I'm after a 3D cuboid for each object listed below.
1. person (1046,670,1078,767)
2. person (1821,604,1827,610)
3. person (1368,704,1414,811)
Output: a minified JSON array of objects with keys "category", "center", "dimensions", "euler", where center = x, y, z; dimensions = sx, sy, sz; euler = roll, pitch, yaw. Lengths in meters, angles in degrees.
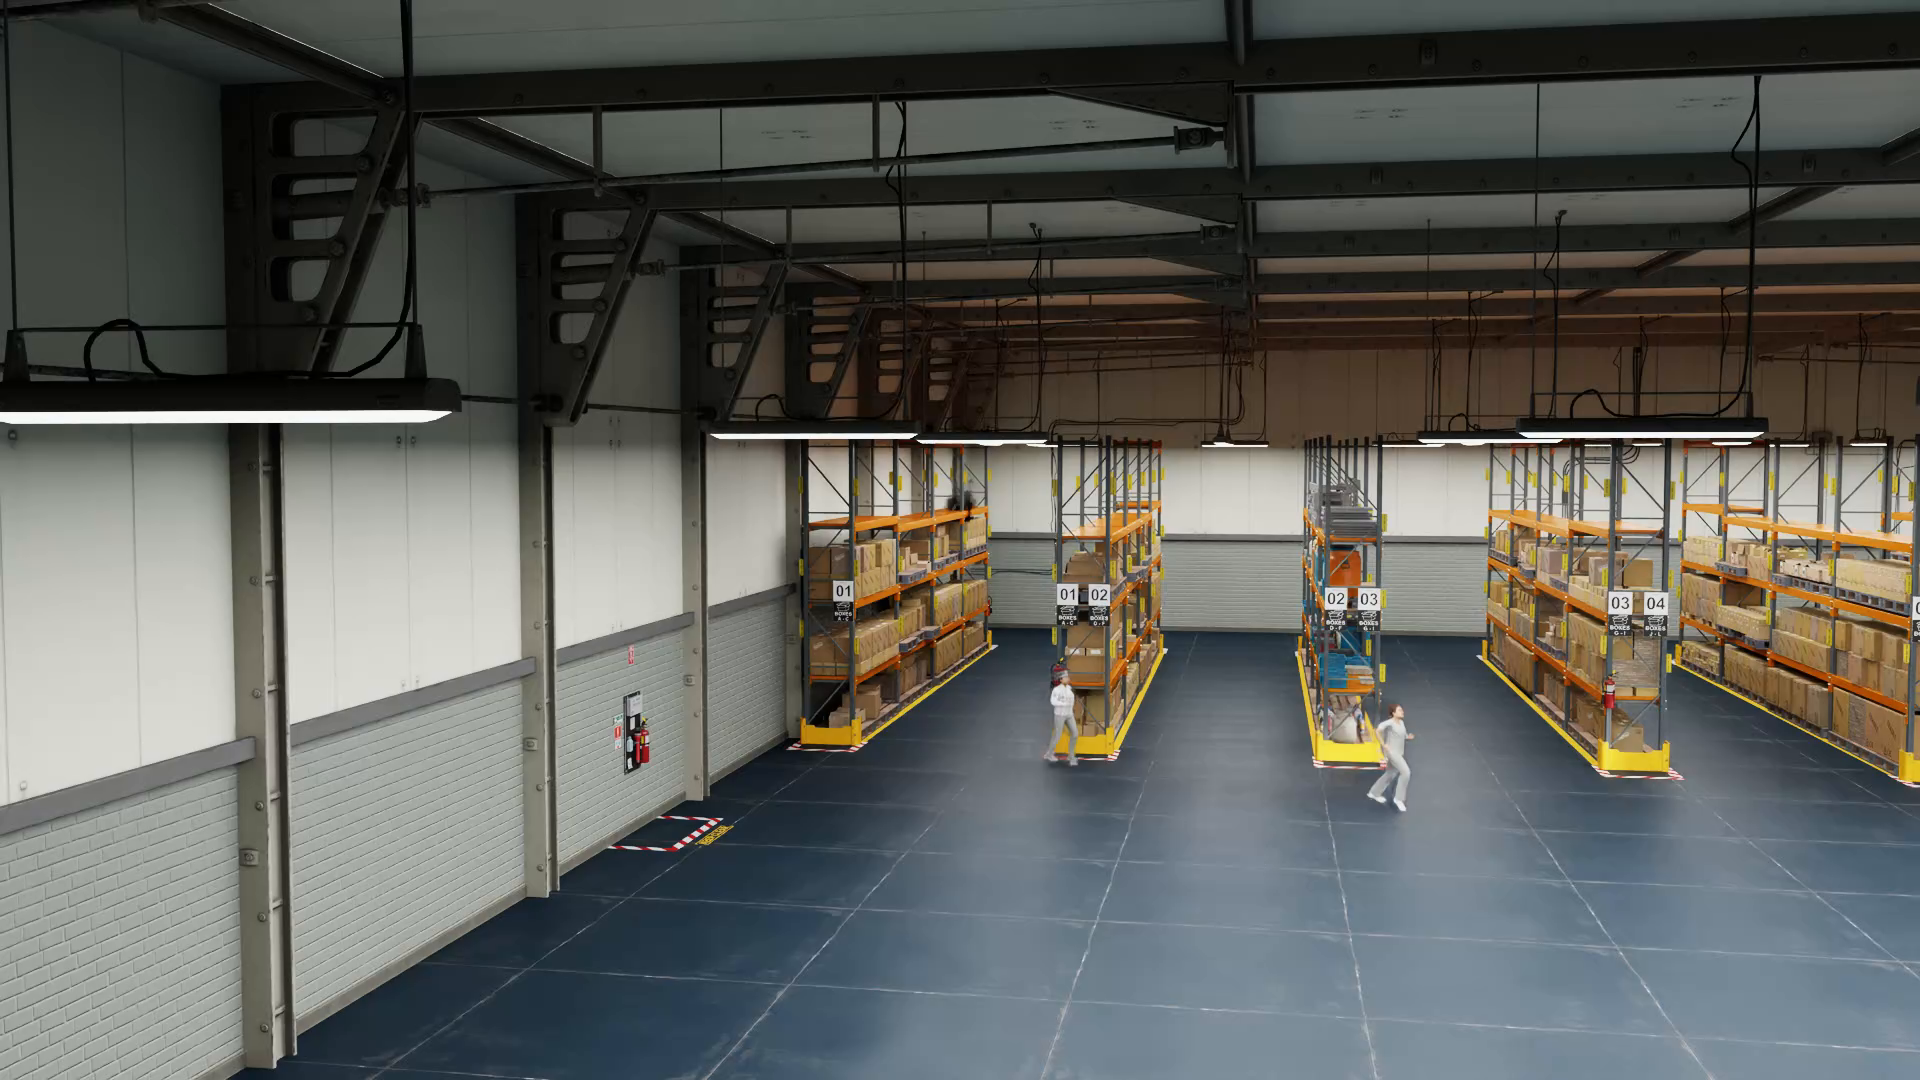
[{"category":"person","center":[1.906,3.237,30.309],"dimensions":[0.430,1.743,0.644],"euler":[-3,4,-39]},{"category":"person","center":[23.385,2.080,45.209],"dimensions":[0.382,0.852,0.618],"euler":[1,3,12]},{"category":"person","center":[6.908,3.463,26.659],"dimensions":[0.767,1.715,0.550],"euler":[2,4,38]}]
